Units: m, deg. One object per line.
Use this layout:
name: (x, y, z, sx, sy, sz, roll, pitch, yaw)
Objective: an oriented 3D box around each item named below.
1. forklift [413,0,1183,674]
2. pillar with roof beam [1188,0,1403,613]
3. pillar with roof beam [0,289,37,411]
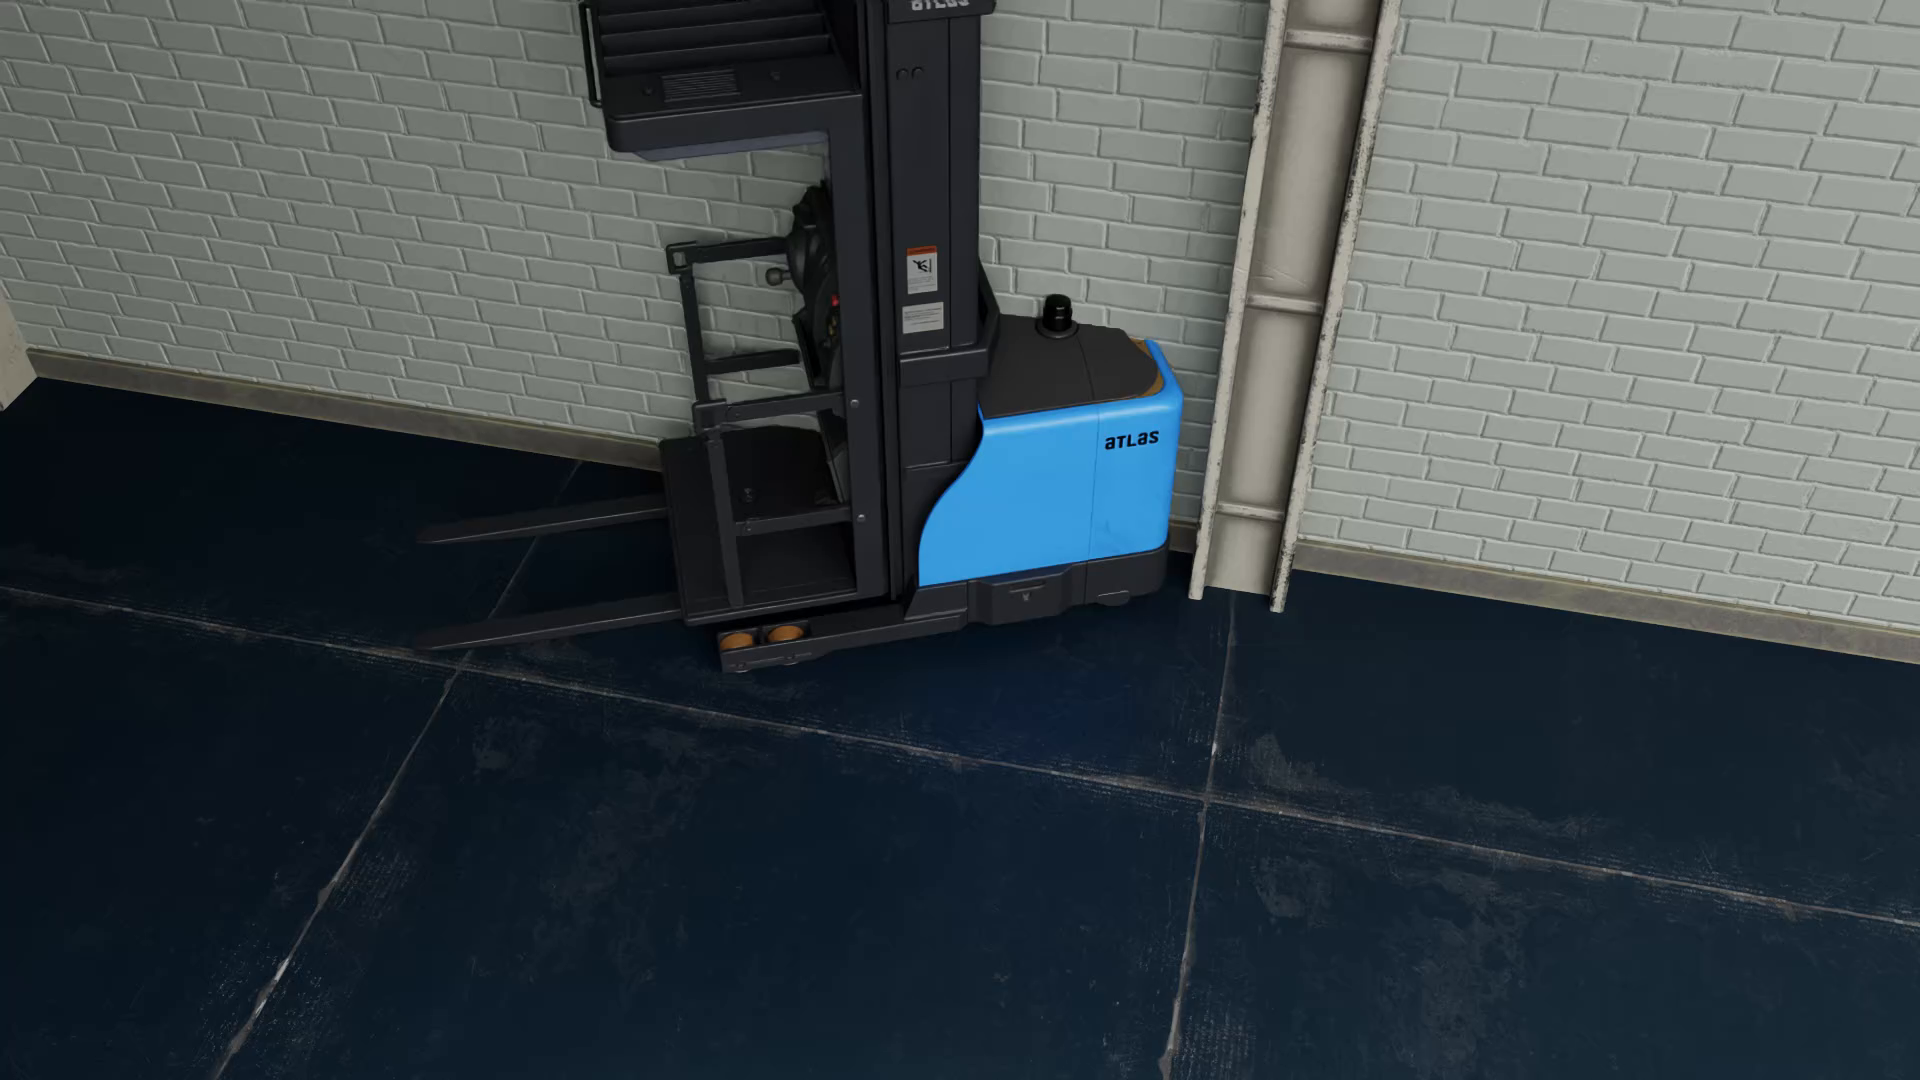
forklift: (-0.713, -0.926, 6.059, 3.031, 2.935, 1.130, -9, 45, -9)
pillar with roof beam: (0.239, -0.161, 0.888, 0.400, 9.000, 9.100, 9, 45, 9)
pillar with roof beam: (-5.616, -1.069, 1.832, 0.400, 9.000, 9.100, 9, 45, 9)
